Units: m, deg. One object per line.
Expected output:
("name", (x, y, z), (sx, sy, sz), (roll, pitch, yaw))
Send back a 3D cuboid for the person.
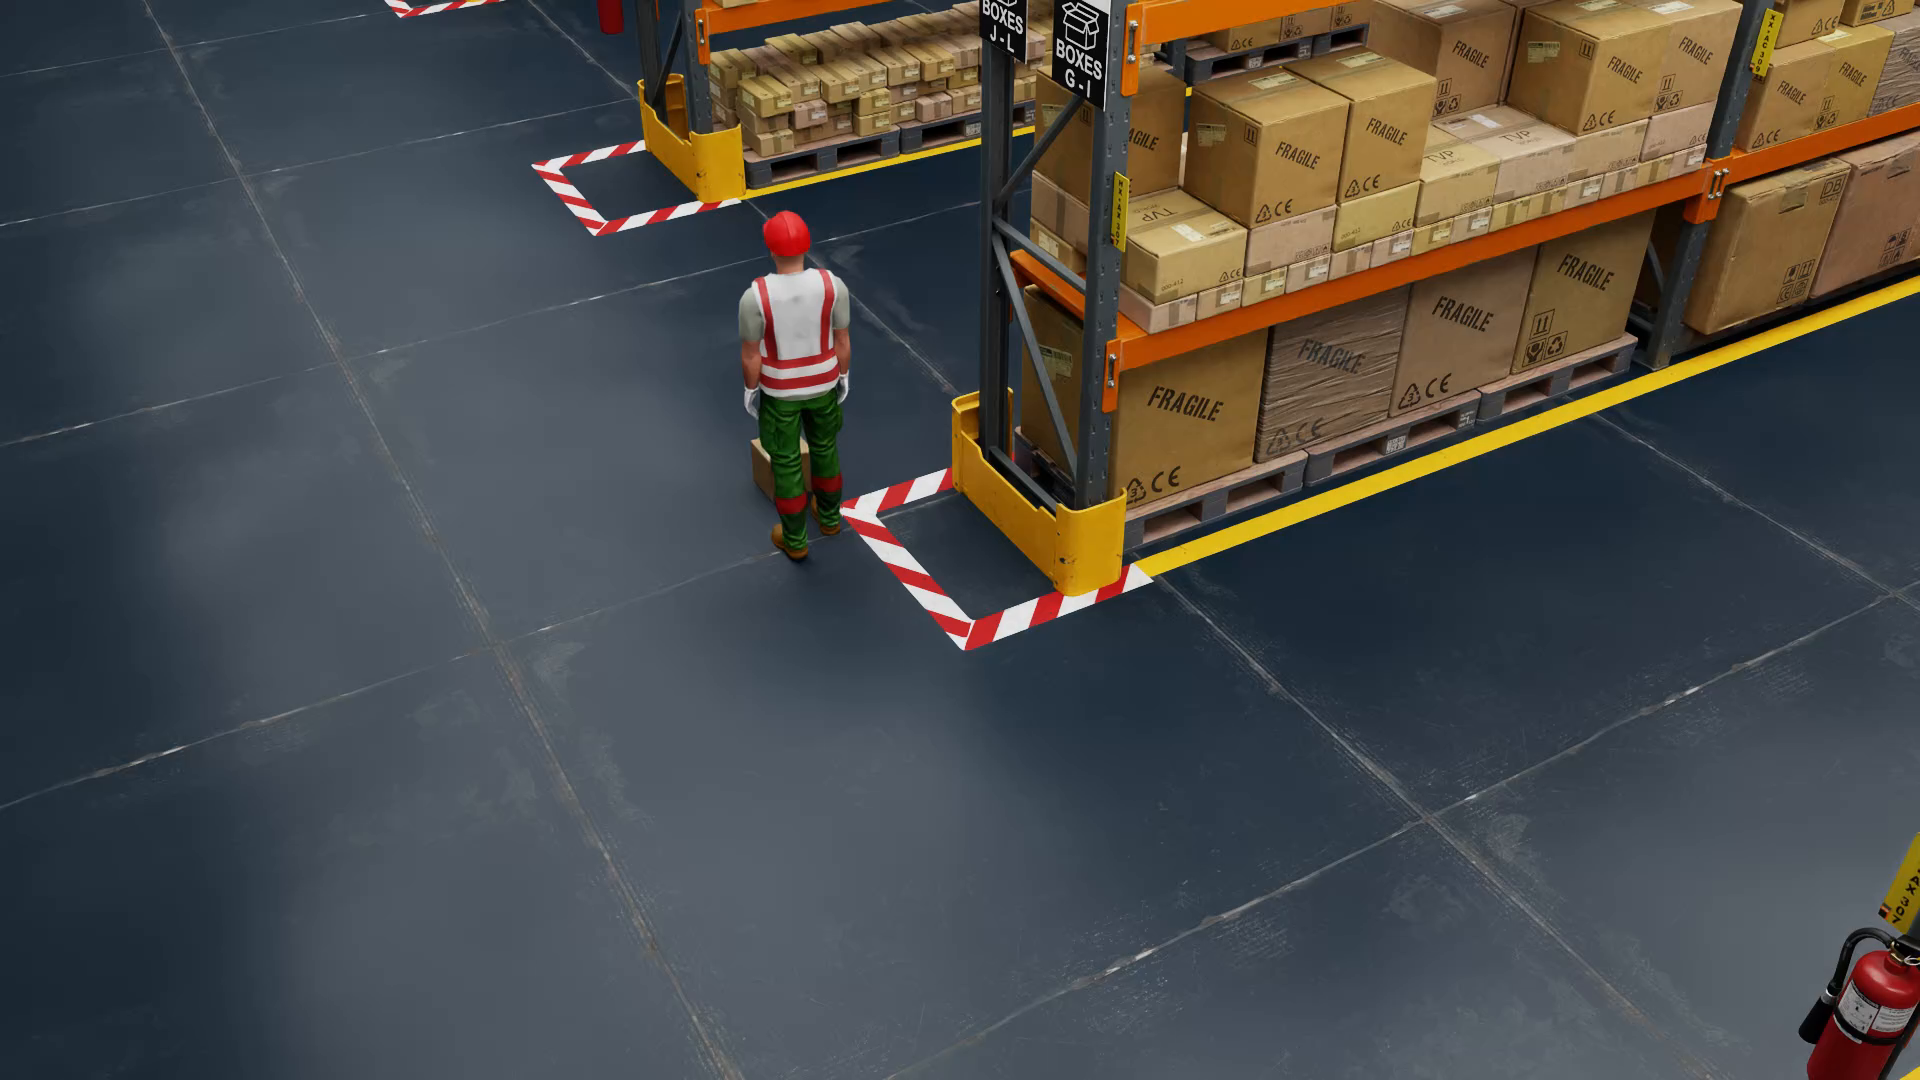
("person", (-0.784, -0.754, 7.932), (0.524, 1.796, 0.457), (-10, 38, -14))
